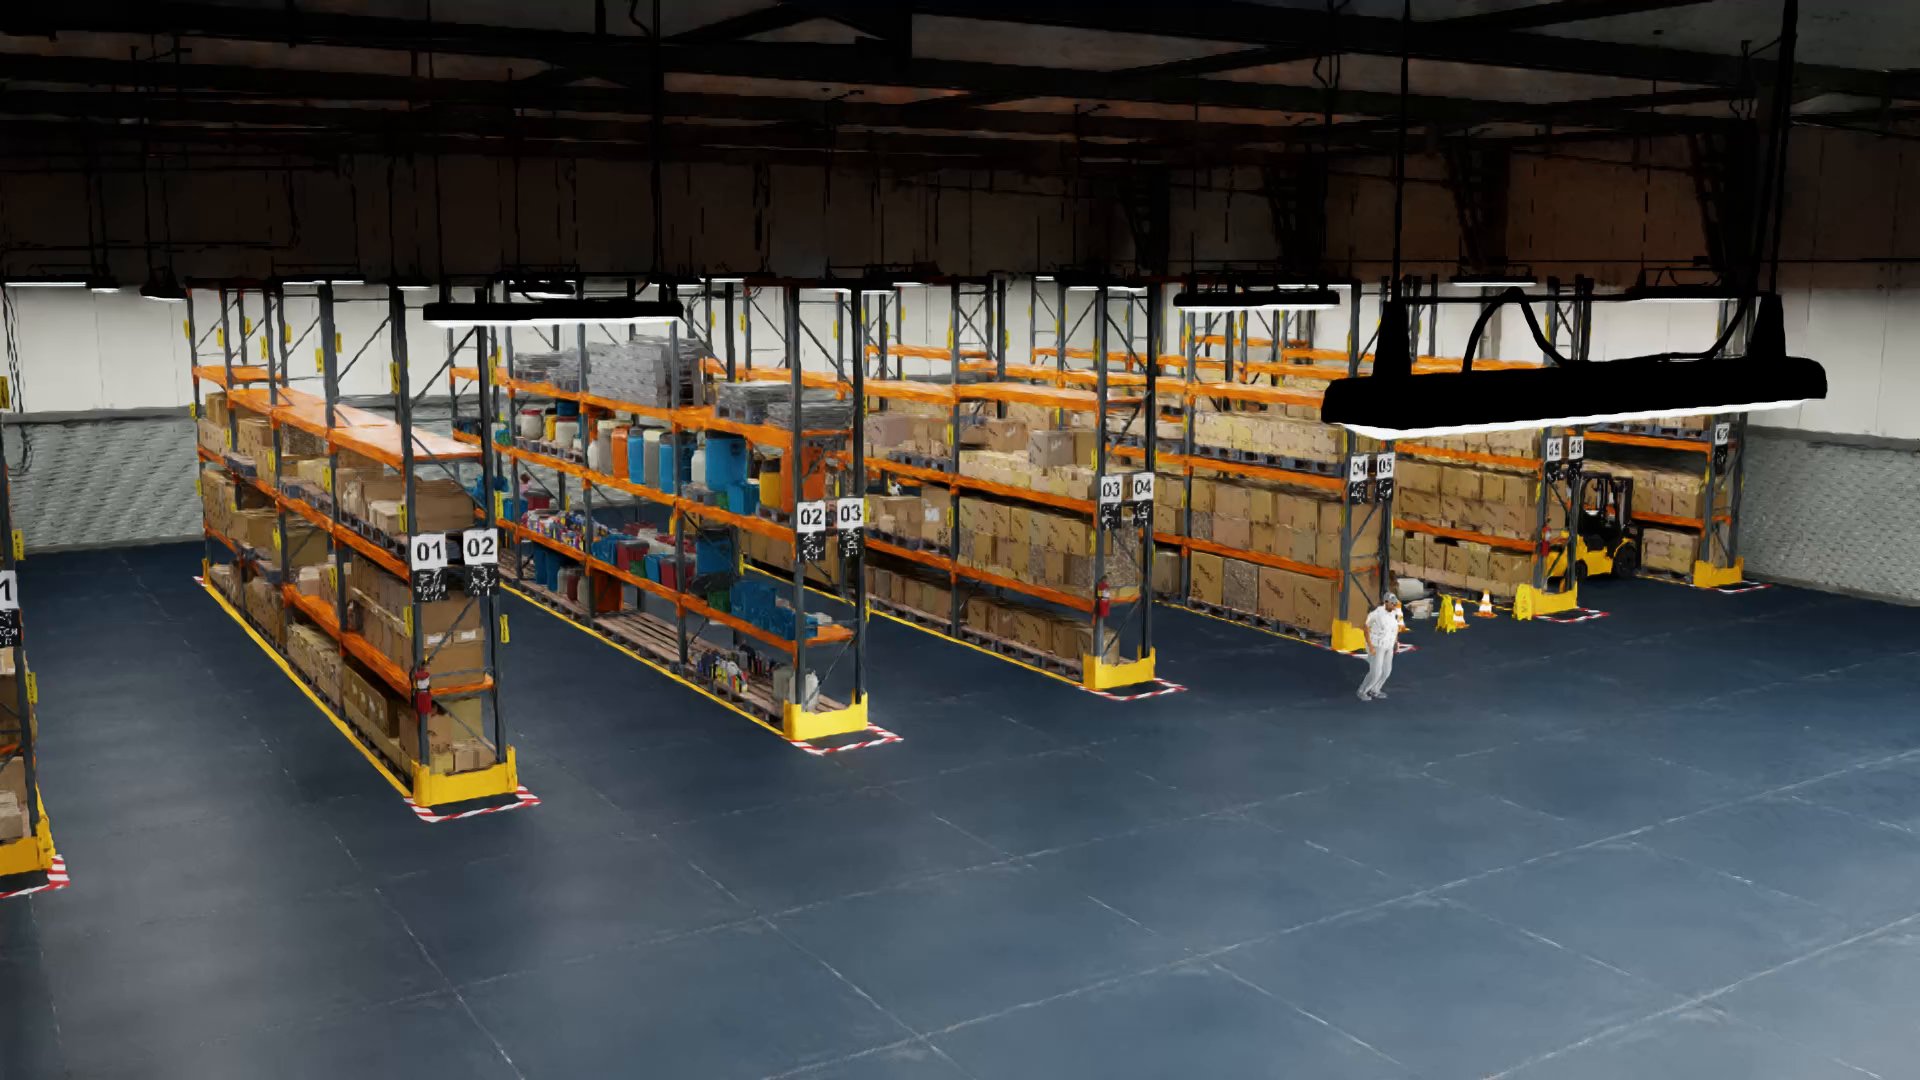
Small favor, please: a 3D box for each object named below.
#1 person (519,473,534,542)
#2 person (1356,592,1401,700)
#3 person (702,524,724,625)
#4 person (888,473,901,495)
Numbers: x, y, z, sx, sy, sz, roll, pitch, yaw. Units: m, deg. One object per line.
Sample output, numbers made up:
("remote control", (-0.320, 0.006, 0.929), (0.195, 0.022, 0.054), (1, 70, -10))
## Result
("person", (-9.743, -0.753, 37.731), (0.463, 1.581, 0.552), (5, 11, 26))
("person", (6.112, 1.532, 24.115), (0.625, 1.611, 0.582), (-7, 12, -34))
("person", (-4.136, 0.559, 27.846), (0.556, 1.676, 0.391), (8, 12, 38))
("person", (-1.520, -0.745, 37.511), (0.496, 1.587, 1.072), (-5, 11, -29))
